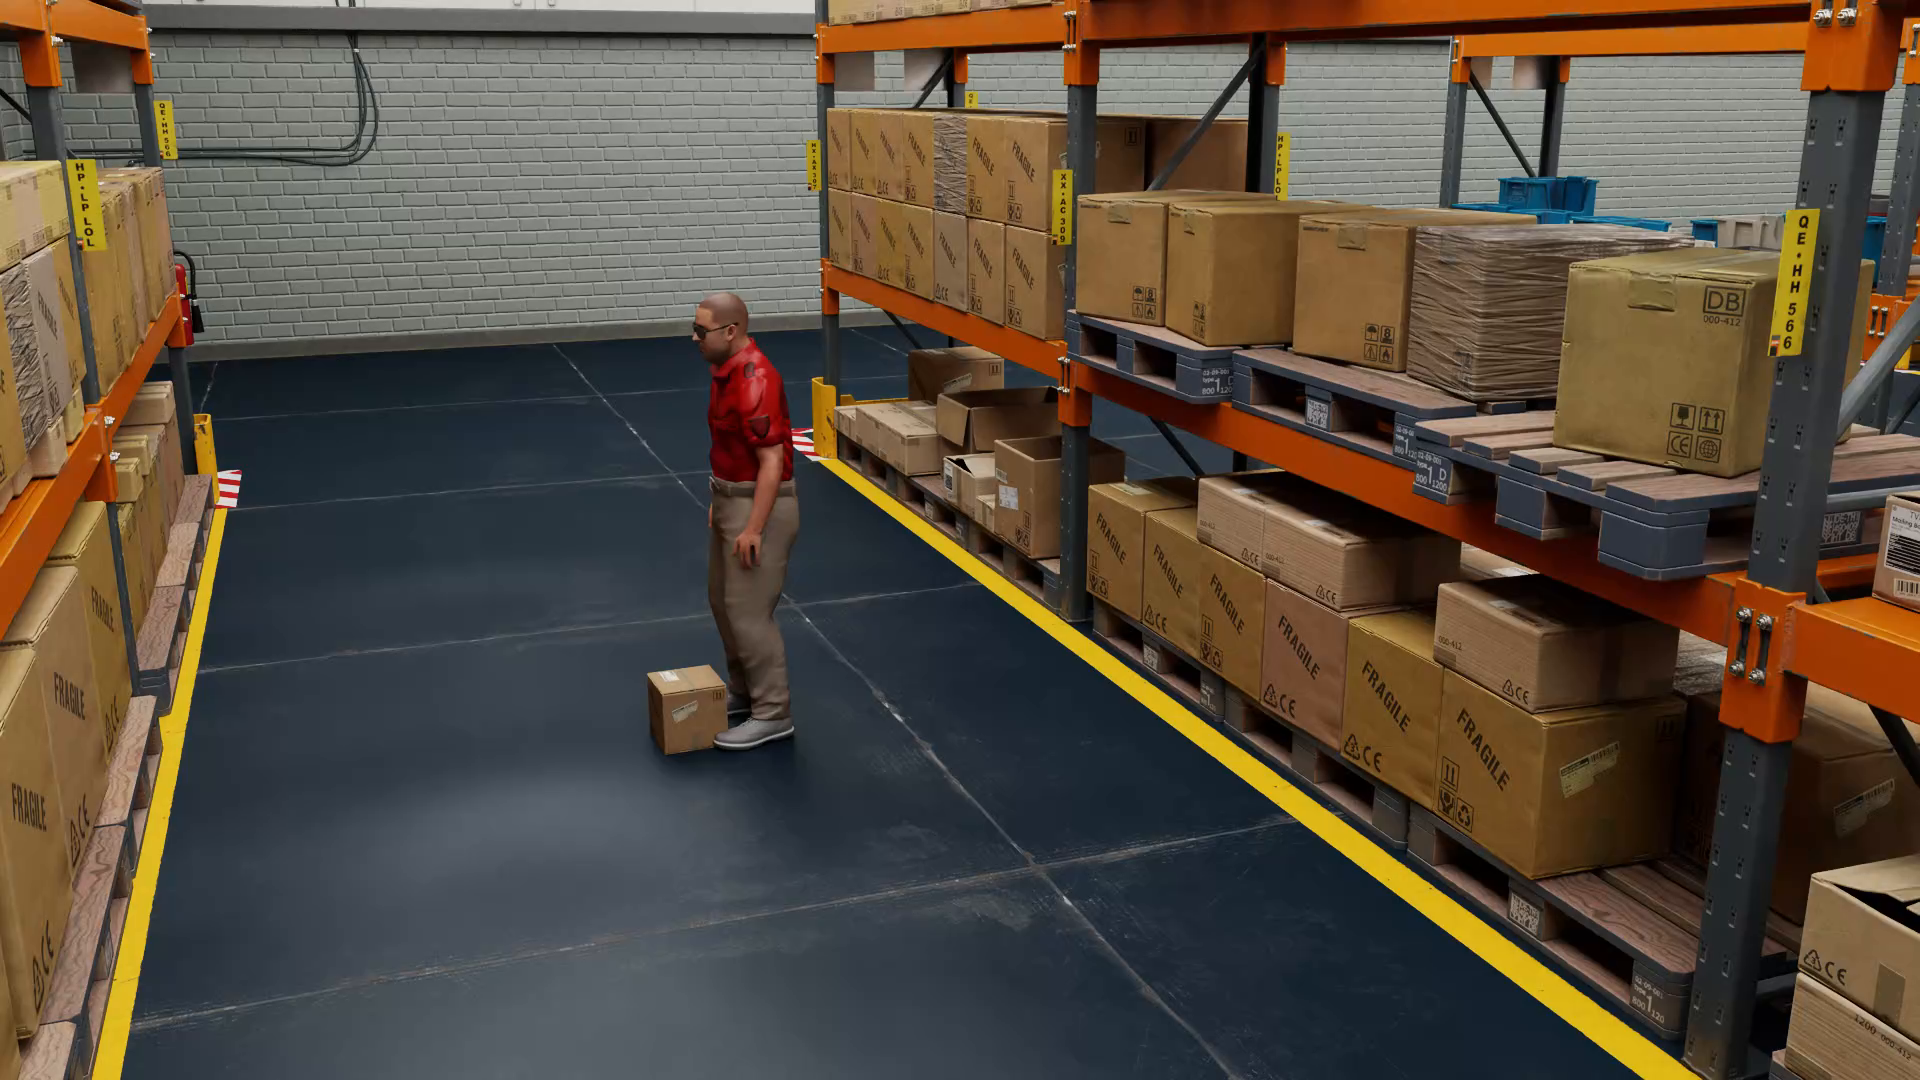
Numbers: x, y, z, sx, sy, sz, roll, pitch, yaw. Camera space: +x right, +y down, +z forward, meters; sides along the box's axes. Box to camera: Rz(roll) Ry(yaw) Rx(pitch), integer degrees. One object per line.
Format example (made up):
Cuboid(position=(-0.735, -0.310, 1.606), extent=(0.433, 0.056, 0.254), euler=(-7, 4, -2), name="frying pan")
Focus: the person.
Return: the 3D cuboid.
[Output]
Cuboid(position=(-0.829, -0.085, 6.356), extent=(0.391, 1.727, 0.587), euler=(-6, 16, -20), name="person")
